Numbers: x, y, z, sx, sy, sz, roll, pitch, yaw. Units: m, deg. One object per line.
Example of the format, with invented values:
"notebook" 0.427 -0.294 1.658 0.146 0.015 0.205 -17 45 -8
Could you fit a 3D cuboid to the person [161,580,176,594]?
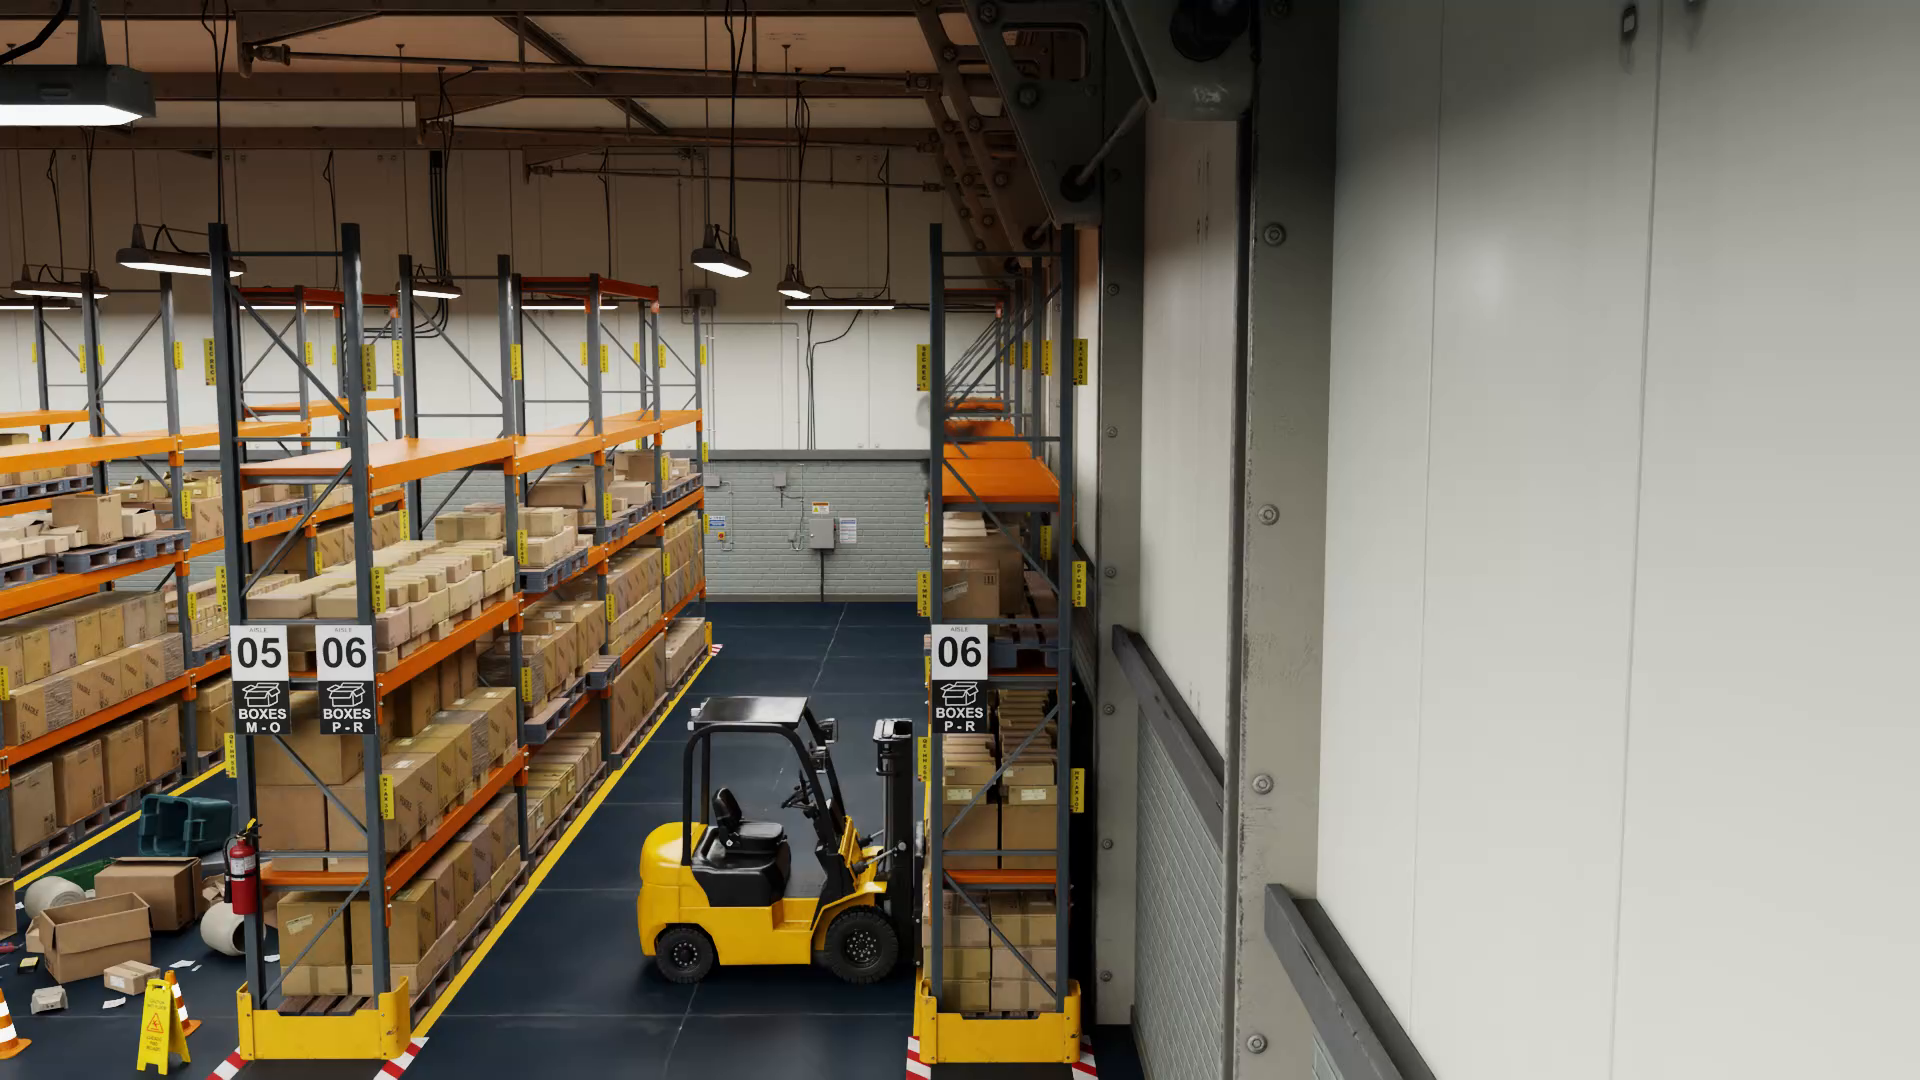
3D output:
"person" -11.485 1.445 24.345 0.726 1.735 0.900 1 7 7
